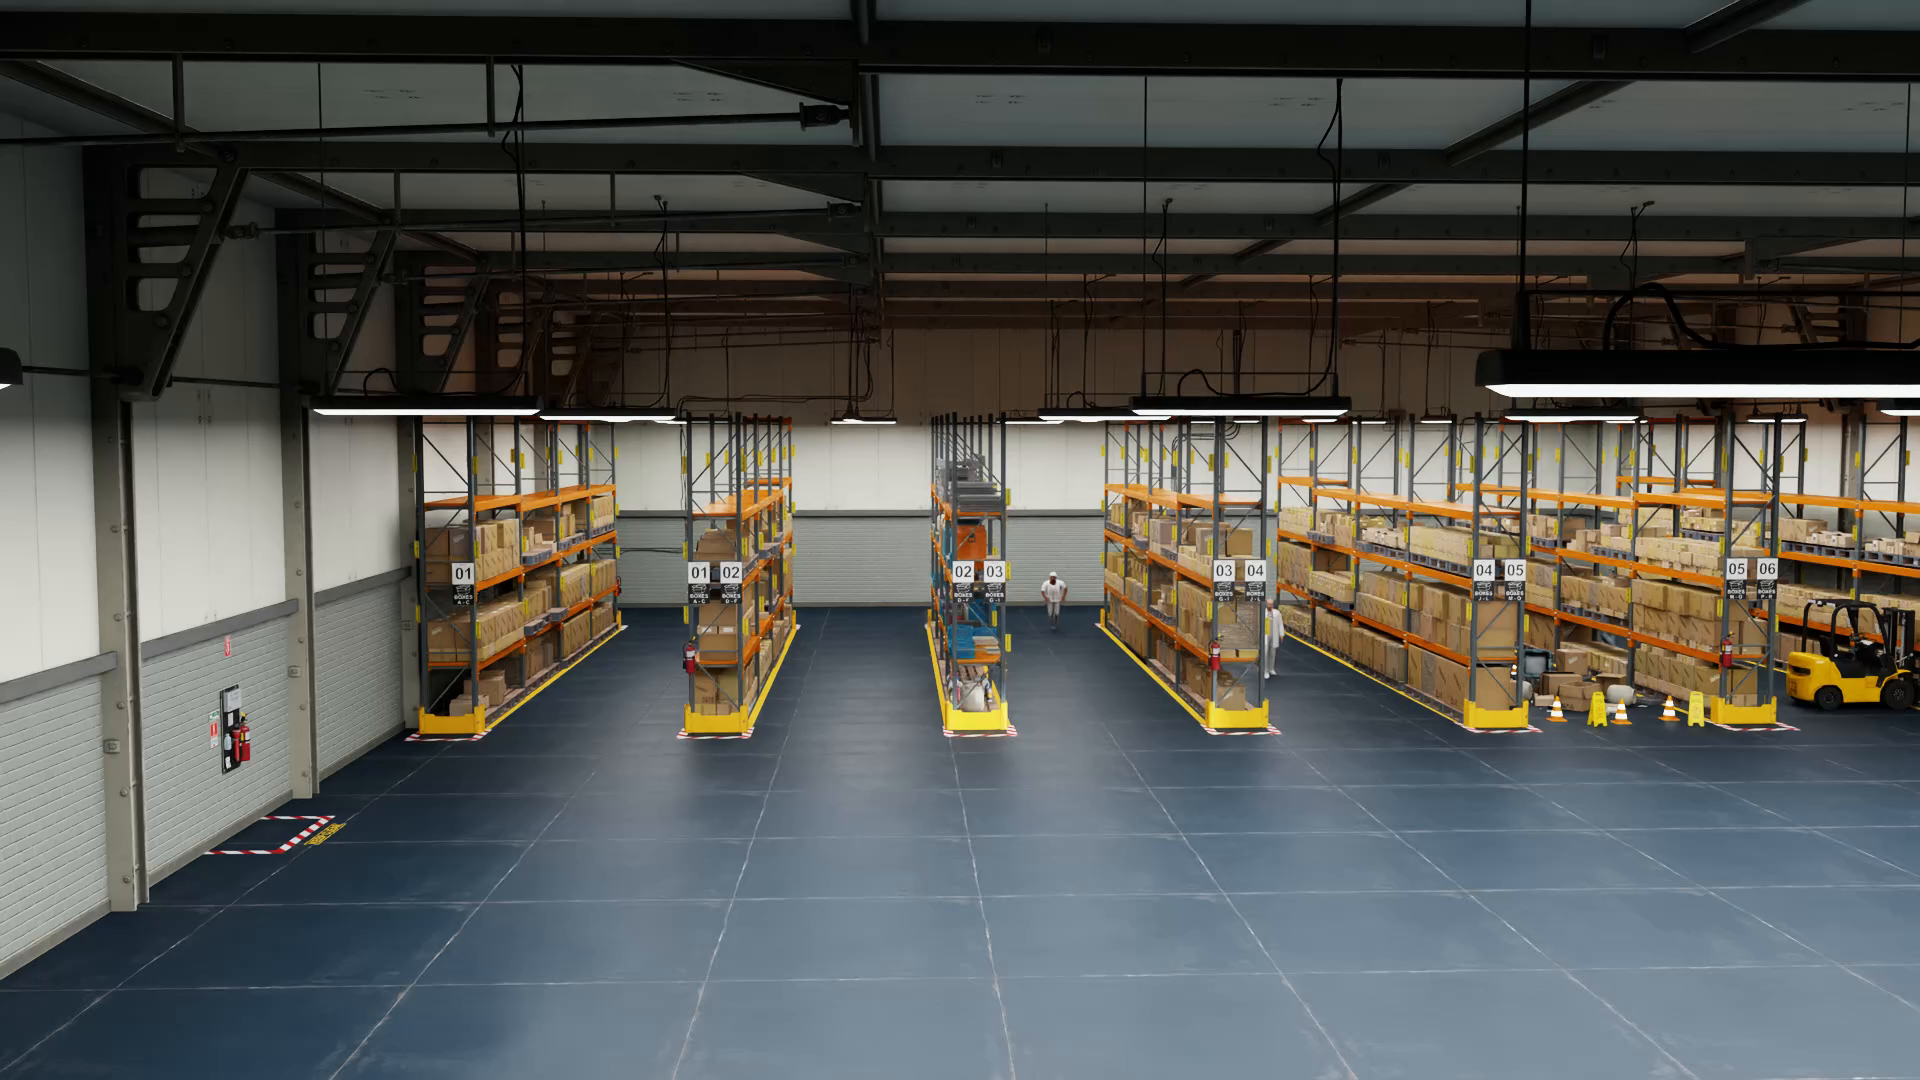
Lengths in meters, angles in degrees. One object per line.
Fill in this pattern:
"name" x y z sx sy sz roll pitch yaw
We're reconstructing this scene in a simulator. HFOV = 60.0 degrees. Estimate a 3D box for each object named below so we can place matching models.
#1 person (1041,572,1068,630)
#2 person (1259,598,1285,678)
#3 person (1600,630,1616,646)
"person" 2.650 1.708 46.776 0.740 1.669 0.687 0 4 6
"person" 7.110 2.263 38.183 0.645 1.848 0.618 0 4 1
"person" 16.415 2.022 41.920 0.661 1.718 0.680 -1 4 -20
